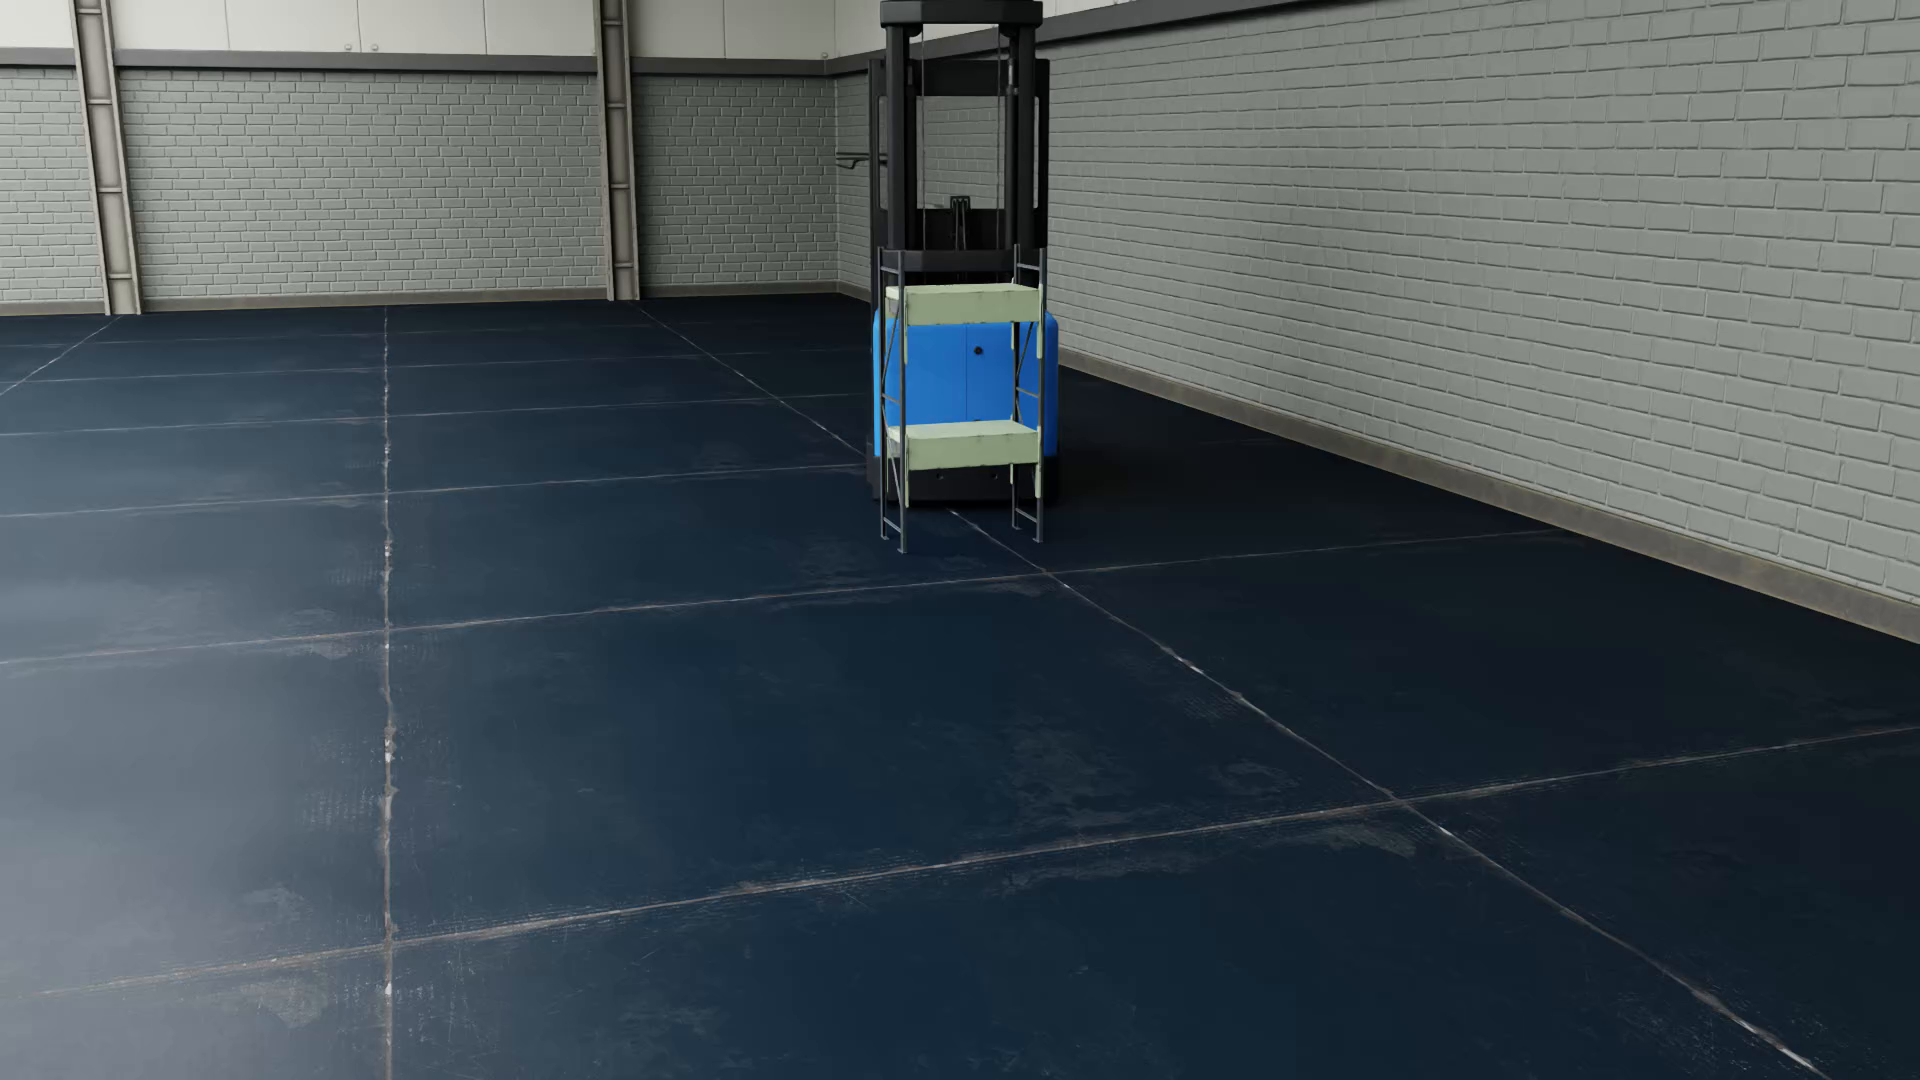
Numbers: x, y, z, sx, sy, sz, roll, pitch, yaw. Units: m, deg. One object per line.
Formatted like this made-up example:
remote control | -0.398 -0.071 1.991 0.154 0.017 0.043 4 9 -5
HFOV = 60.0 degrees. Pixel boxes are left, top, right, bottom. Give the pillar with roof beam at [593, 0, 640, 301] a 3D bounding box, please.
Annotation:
pillar with roof beam | -3.096 -6.633 17.084 0.400 9.000 9.100 -4 14 -18

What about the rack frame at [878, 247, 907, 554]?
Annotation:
rack frame | -0.341 -0.703 8.358 0.023 1.500 0.400 -4 14 -18

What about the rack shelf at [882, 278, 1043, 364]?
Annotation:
rack shelf | 0.006 -1.110 8.381 0.720 0.370 0.431 -4 14 -18

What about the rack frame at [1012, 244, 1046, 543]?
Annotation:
rack frame | 0.353 -0.757 8.585 0.023 1.500 0.400 -4 14 -18

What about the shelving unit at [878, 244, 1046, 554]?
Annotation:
shelving unit | 0.006 -0.730 8.471 0.755 1.500 0.431 -4 14 -18

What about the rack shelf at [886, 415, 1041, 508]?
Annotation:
rack shelf | 0.006 -0.413 8.547 0.720 0.370 0.431 -4 14 -18

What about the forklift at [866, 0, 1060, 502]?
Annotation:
forklift | -0.017 -1.927 10.409 1.130 2.935 3.031 0 13 -2

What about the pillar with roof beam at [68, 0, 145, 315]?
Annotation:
pillar with roof beam | -8.783 -6.191 15.223 0.400 9.000 9.100 -4 14 -18

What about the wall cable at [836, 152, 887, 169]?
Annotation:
wall cable | -1.255 -5.994 21.108 0.112 2.526 3.097 -4 14 -18
